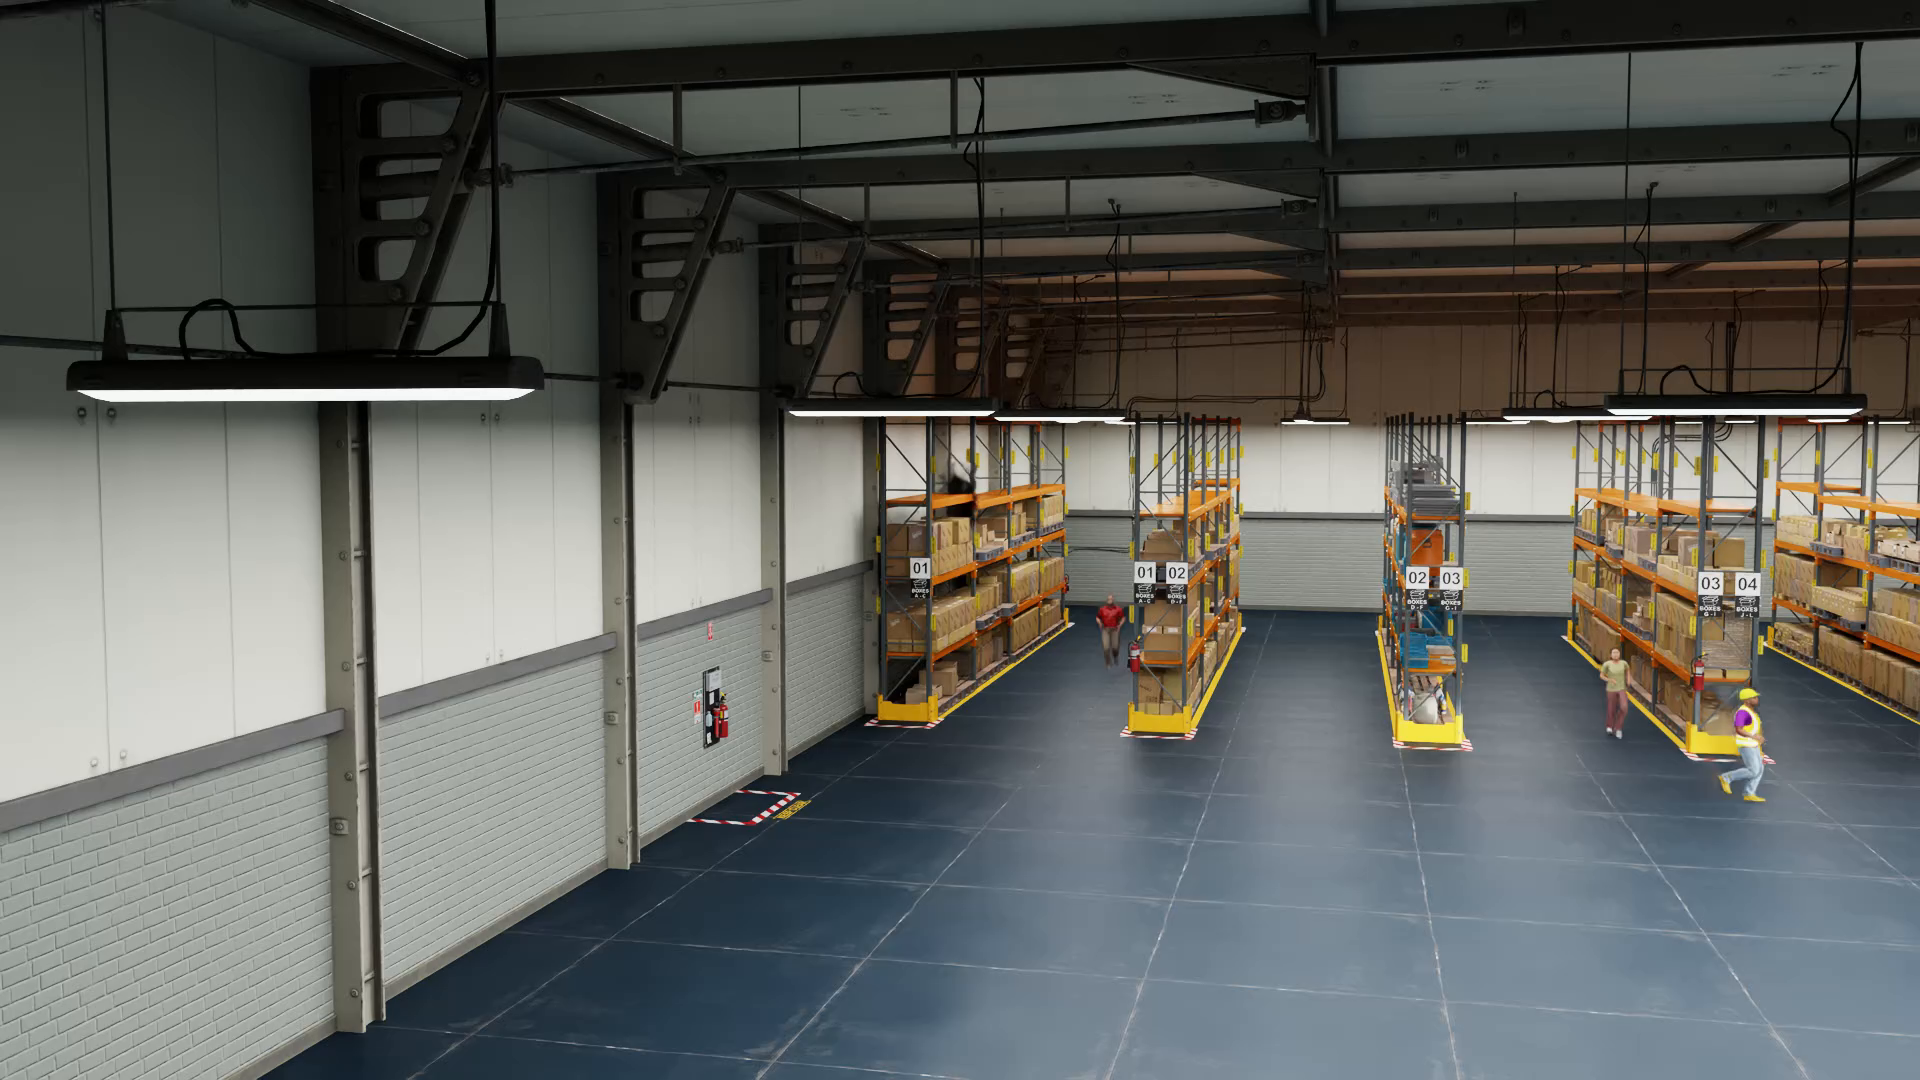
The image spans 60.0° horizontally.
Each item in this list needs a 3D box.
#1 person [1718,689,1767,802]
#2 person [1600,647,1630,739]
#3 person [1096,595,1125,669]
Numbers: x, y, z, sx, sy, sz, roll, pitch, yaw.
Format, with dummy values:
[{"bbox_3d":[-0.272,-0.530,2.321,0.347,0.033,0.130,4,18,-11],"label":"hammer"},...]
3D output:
[{"bbox_3d":[12.022,3.133,25.488,0.668,1.725,0.704,3,5,35],"label":"person"},{"bbox_3d":[12.154,2.817,30.837,0.580,1.684,0.672,1,4,11],"label":"person"},{"bbox_3d":[3.403,2.090,37.664,0.659,1.672,0.588,1,4,10],"label":"person"}]
